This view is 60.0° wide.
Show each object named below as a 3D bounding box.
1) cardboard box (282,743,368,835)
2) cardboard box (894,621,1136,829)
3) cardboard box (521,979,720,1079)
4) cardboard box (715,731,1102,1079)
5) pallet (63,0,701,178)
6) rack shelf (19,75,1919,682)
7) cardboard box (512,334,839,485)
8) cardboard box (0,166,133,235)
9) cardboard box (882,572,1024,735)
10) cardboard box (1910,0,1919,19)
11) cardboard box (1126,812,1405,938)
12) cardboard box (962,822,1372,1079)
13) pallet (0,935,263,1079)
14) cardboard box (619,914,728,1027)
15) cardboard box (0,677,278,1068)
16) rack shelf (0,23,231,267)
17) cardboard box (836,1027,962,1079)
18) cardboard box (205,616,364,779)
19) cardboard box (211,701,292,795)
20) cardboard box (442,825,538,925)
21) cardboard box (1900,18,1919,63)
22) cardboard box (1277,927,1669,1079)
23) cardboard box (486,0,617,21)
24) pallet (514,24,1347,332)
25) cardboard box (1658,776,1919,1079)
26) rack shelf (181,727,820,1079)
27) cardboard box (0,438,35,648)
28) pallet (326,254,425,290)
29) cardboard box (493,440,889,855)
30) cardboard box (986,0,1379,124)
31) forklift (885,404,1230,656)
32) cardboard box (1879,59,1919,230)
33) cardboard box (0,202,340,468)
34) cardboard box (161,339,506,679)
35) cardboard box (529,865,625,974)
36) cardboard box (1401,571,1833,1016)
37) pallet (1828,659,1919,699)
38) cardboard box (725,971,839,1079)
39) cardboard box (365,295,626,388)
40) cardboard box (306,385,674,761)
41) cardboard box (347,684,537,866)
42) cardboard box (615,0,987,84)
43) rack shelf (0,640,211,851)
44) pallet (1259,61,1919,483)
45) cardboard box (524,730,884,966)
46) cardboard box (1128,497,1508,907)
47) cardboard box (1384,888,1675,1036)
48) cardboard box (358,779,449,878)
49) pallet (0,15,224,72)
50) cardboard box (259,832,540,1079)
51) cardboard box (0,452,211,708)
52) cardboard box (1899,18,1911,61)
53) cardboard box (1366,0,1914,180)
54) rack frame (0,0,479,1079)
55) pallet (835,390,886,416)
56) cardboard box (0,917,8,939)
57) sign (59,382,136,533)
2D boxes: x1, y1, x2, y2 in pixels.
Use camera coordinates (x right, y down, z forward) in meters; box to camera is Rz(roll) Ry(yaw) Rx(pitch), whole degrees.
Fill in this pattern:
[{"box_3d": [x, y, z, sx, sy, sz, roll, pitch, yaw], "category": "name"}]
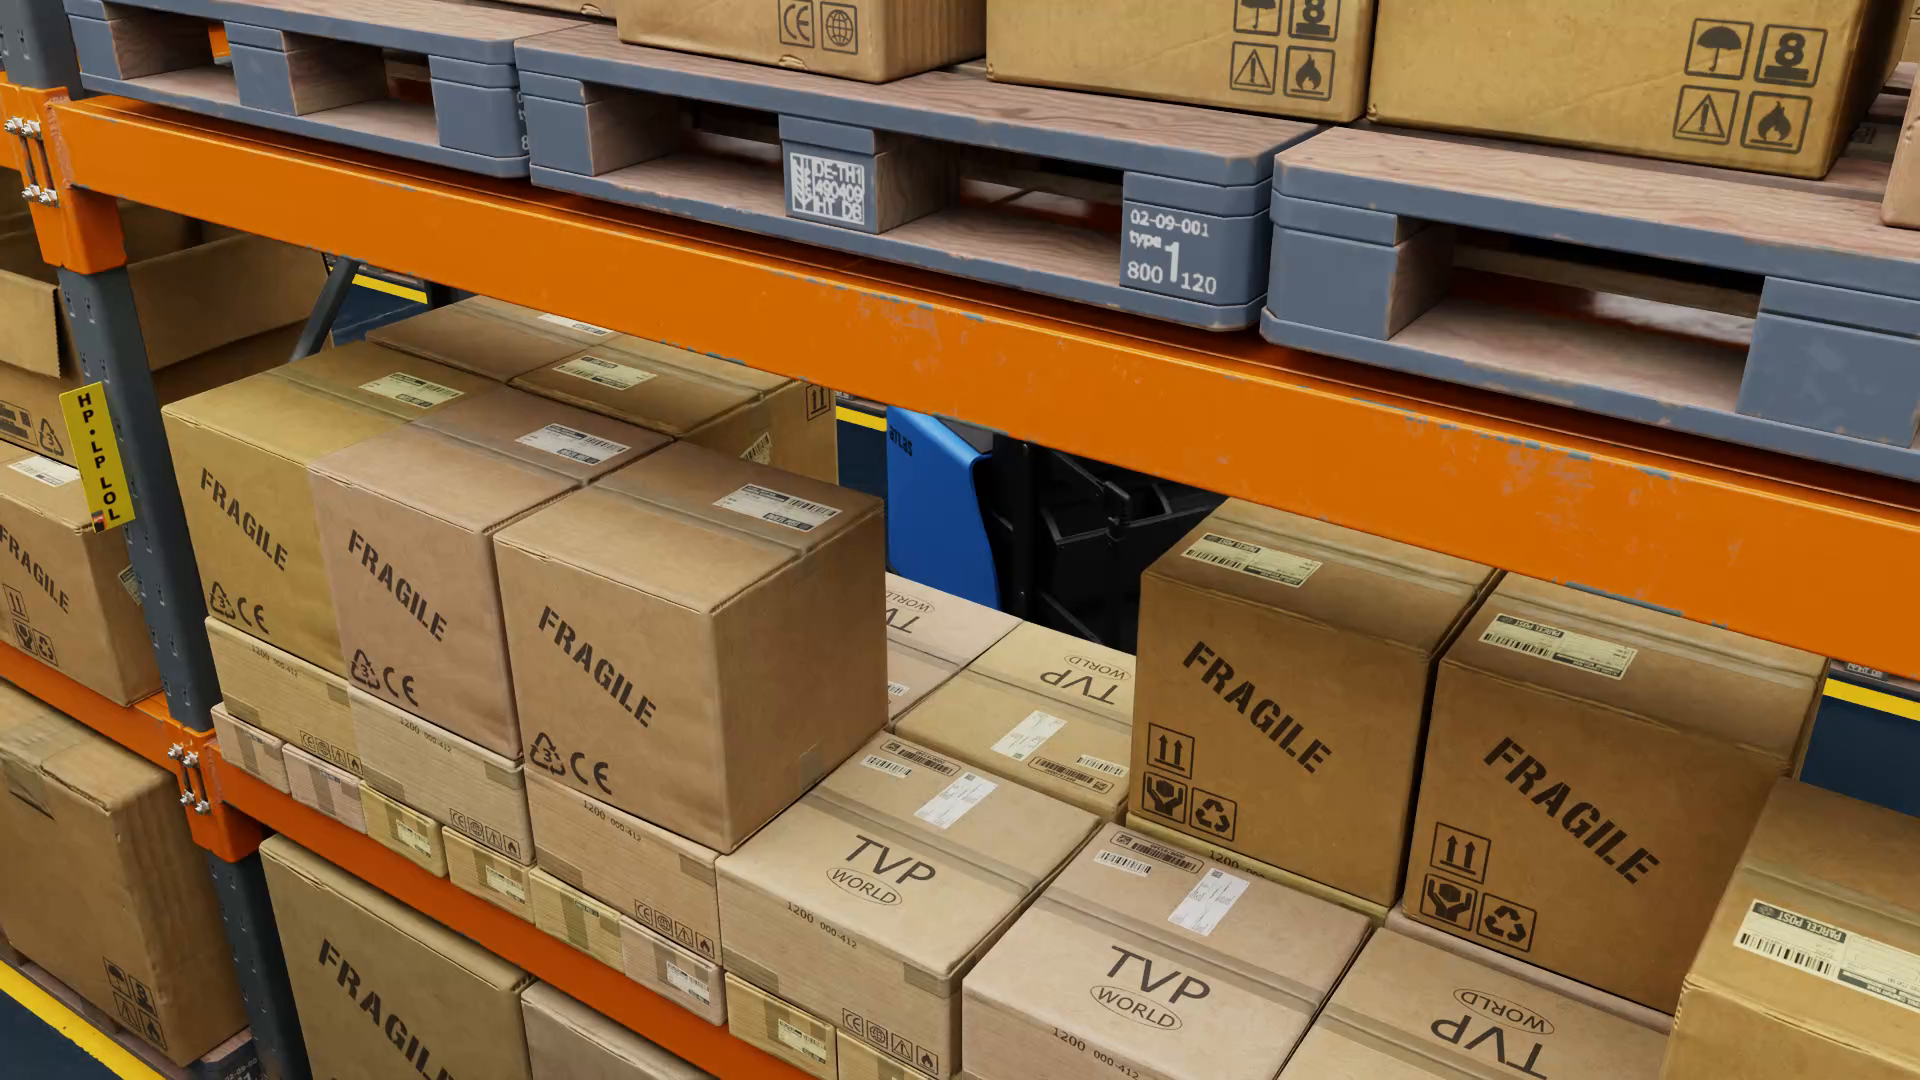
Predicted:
[{"box_3d": [-1.293, 0.478, 3.781, 0.250, 0.149, 0.380, 16, 31, 29], "category": "cardboard box"}, {"box_3d": [0.212, 0.442, 3.412, 0.500, 0.250, 0.500, 17, 31, 29], "category": "cardboard box"}, {"box_3d": [-0.324, 1.288, 3.791, 0.875, 0.875, 0.875, 17, 32, 30], "category": "cardboard box"}, {"box_3d": [-0.086, 0.641, 3.021, 0.500, 0.250, 0.500, 17, 32, 30], "category": "cardboard box"}, {"box_3d": [-0.896, -0.985, 3.170, 1.213, 0.211, 1.003, 17, 32, 30], "category": "pallet"}, {"box_3d": [0.084, -0.405, 2.724, 4.000, 0.370, 1.077, 17, 32, 30], "category": "rack shelf"}, {"box_3d": [-0.624, -0.154, 3.756, 0.500, 0.500, 0.500, 18, 32, 31], "category": "cardboard box"}, {"box_3d": [-2.655, -0.735, 4.671, 0.637, 0.503, 0.797, 18, 32, 31], "category": "cardboard box"}, {"box_3d": [-0.203, 0.310, 3.670, 0.500, 0.250, 0.500, 18, 32, 31], "category": "cardboard box"}, {"box_3d": [5.975, -3.340, 9.793, 0.500, 0.500, 0.500, 18, 32, 32], "category": "cardboard box"}, {"box_3d": [0.645, 0.574, 3.153, 0.500, 0.250, 0.500, 16, 31, 29], "category": "cardboard box"}, {"box_3d": [0.345, 0.773, 2.761, 0.500, 0.250, 0.500, 16, 31, 29], "category": "cardboard box"}, {"box_3d": [-2.243, 1.171, 5.217, 1.213, 0.211, 1.003, 17, 32, 30], "category": "pallet"}, {"box_3d": [-0.440, 0.743, 3.260, 0.250, 0.149, 0.380, 18, 32, 31], "category": "cardboard box"}, {"box_3d": [-2.103, 0.701, 4.945, 0.875, 0.875, 1.225, 17, 32, 30], "category": "cardboard box"}, {"box_3d": [-3.213, -1.432, 4.743, 4.000, 0.370, 1.077, 17, 32, 30], "category": "rack shelf"}, {"box_3d": [-0.007, 0.876, 2.998, 0.250, 0.149, 0.380, 18, 32, 31], "category": "cardboard box"}, {"box_3d": [-1.326, 0.251, 3.788, 0.500, 0.250, 0.500, 17, 31, 29], "category": "cardboard box"}, {"box_3d": [-1.509, 0.410, 3.914, 0.250, 0.149, 0.380, 17, 32, 30], "category": "cardboard box"}, {"box_3d": [-0.857, 0.612, 3.517, 0.250, 0.149, 0.380, 16, 31, 29], "category": "cardboard box"}, {"box_3d": [5.983, -2.898, 10.026, 0.500, 0.500, 0.500, 18, 32, 31], "category": "cardboard box"}, {"box_3d": [0.765, 0.904, 2.505, 0.500, 0.250, 0.500, 17, 31, 29], "category": "cardboard box"}, {"box_3d": [-0.445, -1.197, 2.804, 0.500, 0.500, 0.700, 19, 33, 33], "category": "cardboard box"}, {"box_3d": [0.105, -0.672, 2.554, 1.213, 0.211, 1.003, 17, 32, 30], "category": "pallet"}, {"box_3d": [1.182, 0.698, 2.081, 0.500, 0.500, 0.500, 18, 32, 31], "category": "cardboard box"}, {"box_3d": [0.084, 0.932, 3.405, 4.000, 0.370, 1.077, 17, 32, 30], "category": "rack shelf"}, {"box_3d": [-2.509, -0.094, 4.518, 0.500, 0.500, 0.500, 18, 32, 32], "category": "cardboard box"}, {"box_3d": [-3.676, -2.065, 11.576, 1.213, 0.211, 1.003, 17, 32, 30], "category": "pallet"}, {"box_3d": [-0.481, 0.178, 3.104, 0.500, 0.500, 0.500, 16, 31, 29], "category": "cardboard box"}, {"box_3d": [0.424, -0.906, 2.232, 0.500, 0.500, 0.700, 15, 31, 27], "category": "cardboard box"}, {"box_3d": [0.802, -0.456, 5.415, 1.130, 2.935, 3.031, -13, 30, -23], "category": "forklift"}, {"box_3d": [1.274, -0.602, 1.634, 0.500, 0.500, 0.700, 15, 31, 27], "category": "cardboard box"}, {"box_3d": [-2.096, -0.555, 4.317, 0.637, 0.503, 0.797, 16, 31, 29], "category": "cardboard box"}, {"box_3d": [-1.315, -0.084, 3.618, 0.500, 0.500, 0.500, 17, 32, 30], "category": "cardboard box"}, {"box_3d": [-0.646, 0.677, 3.389, 0.250, 0.149, 0.380, 17, 31, 30], "category": "cardboard box"}, {"box_3d": [1.078, 0.372, 2.722, 0.500, 0.500, 0.500, 16, 31, 29], "category": "cardboard box"}, {"box_3d": [3.879, 0.290, 6.948, 1.213, 0.211, 1.003, 17, 32, 30], "category": "pallet"}, {"box_3d": [-0.223, 0.810, 3.129, 0.250, 0.149, 0.380, 16, 31, 29], "category": "cardboard box"}, {"box_3d": [-1.034, -0.284, 4.012, 0.500, 0.500, 0.500, 18, 32, 32], "category": "cardboard box"}, {"box_3d": [-0.913, 0.046, 3.363, 0.500, 0.500, 0.500, 17, 32, 30], "category": "cardboard box"}, {"box_3d": [-0.919, 0.380, 3.533, 0.500, 0.250, 0.500, 17, 32, 30], "category": "cardboard box"}, {"box_3d": [-0.094, -1.010, 2.436, 0.500, 0.500, 0.700, 19, 33, 32], "category": "cardboard box"}, {"box_3d": [-3.213, -0.095, 5.423, 4.000, 0.370, 1.077, 17, 32, 30], "category": "rack shelf"}, {"box_3d": [1.115, -0.359, 1.939, 1.213, 0.211, 1.003, 17, 32, 30], "category": "pallet"}, {"box_3d": [-0.488, 0.511, 3.276, 0.500, 0.250, 0.500, 18, 32, 32], "category": "cardboard box"}, {"box_3d": [0.647, 0.242, 2.979, 0.500, 0.500, 0.500, 16, 31, 29], "category": "cardboard box"}, {"box_3d": [1.058, 0.704, 2.897, 0.500, 0.250, 0.500, 17, 31, 30], "category": "cardboard box"}, {"box_3d": [-1.075, 0.545, 3.649, 0.250, 0.149, 0.380, 18, 32, 32], "category": "cardboard box"}, {"box_3d": [-2.348, -1.371, 4.040, 1.217, 0.209, 0.805, 16, 31, 28], "category": "pallet"}, {"box_3d": [-1.066, 1.057, 4.245, 0.875, 0.875, 0.875, 17, 32, 30], "category": "cardboard box"}, {"box_3d": [-2.105, 0.035, 4.263, 0.500, 0.500, 0.500, 17, 32, 30], "category": "cardboard box"}, {"box_3d": [5.568, -3.027, 10.280, 0.500, 0.500, 0.500, 17, 31, 30], "category": "cardboard box"}, {"box_3d": [0.878, -0.791, 2.007, 0.500, 0.500, 0.700, 16, 31, 29], "category": "cardboard box"}, {"box_3d": [-1.565, 0.098, 4.251, 0.127, 3.000, 1.000, 17, 32, 30], "category": "rack frame"}, {"box_3d": [-0.383, -1.038, 9.557, 1.213, 0.211, 1.003, 17, 32, 30], "category": "pallet"}, {"box_3d": [-2.841, 0.472, 5.396, 0.875, 0.875, 1.225, 16, 31, 29], "category": "cardboard box"}, {"box_3d": [-1.864, -0.178, 3.602, 0.005, 0.325, 0.100, 17, 32, 30], "category": "sign"}]
